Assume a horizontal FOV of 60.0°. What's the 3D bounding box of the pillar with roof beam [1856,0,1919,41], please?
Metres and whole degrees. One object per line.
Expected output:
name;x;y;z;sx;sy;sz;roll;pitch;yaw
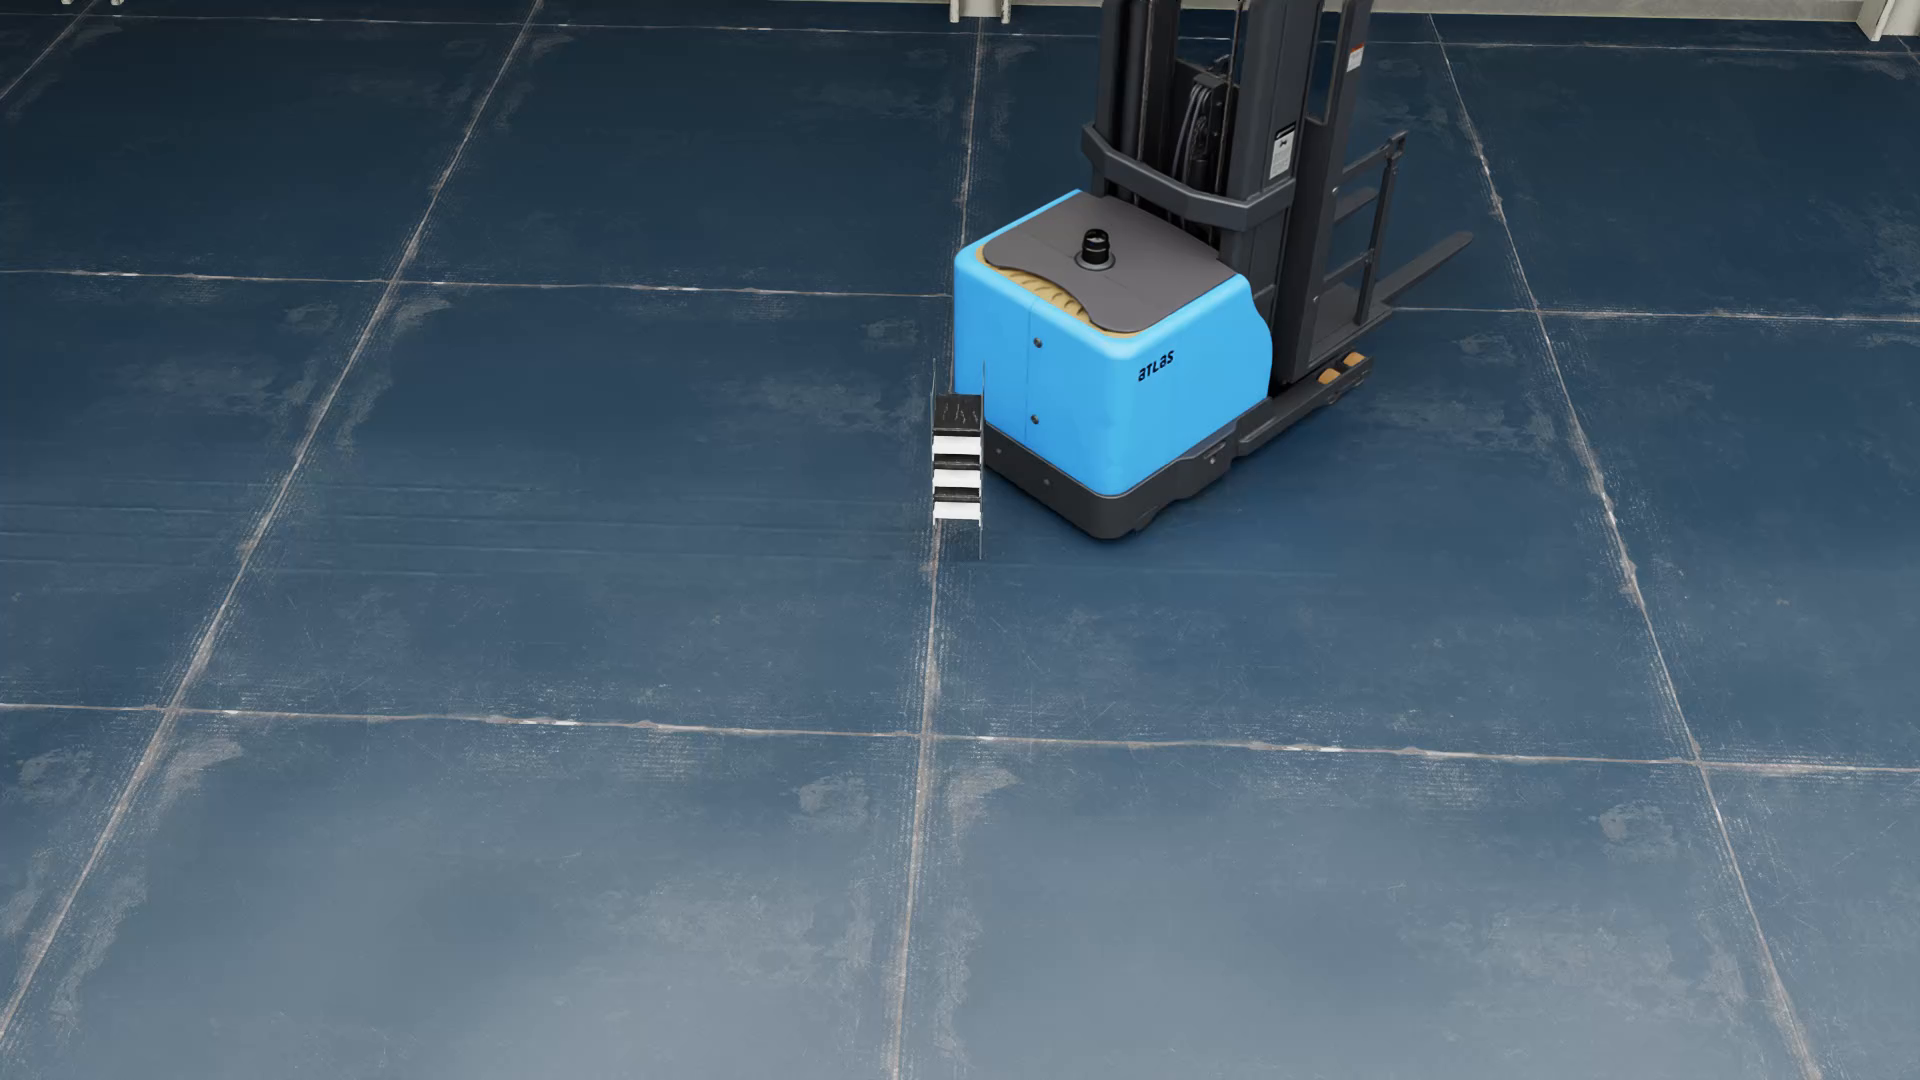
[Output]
pillar with roof beam;5.938;-3.710;4.716;0.400;9.000;9.100;2;43;2

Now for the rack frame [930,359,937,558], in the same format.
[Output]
rack frame;-0.110;-0.333;7.032;0.006;0.900;0.240;2;43;2

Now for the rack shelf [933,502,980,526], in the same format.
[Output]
rack shelf;-0.008;-0.173;7.174;0.200;0.077;0.258;2;43;2

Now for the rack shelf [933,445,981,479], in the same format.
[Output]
rack shelf;-0.008;-0.371;6.990;0.200;0.077;0.258;2;43;2

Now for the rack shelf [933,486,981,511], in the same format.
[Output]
rack shelf;-0.008;-0.239;7.113;0.200;0.077;0.258;2;43;2

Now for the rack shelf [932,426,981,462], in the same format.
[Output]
rack shelf;-0.008;-0.437;6.929;0.200;0.077;0.258;2;43;2

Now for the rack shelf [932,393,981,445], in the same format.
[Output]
rack shelf;-0.008;-0.503;6.868;0.200;0.077;0.258;2;43;2

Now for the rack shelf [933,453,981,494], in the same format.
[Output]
rack shelf;-0.008;-0.305;7.052;0.200;0.077;0.258;2;43;2

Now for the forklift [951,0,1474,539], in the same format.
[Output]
forklift;1.375;-1.963;7.293;3.031;2.935;1.130;-33;52;-30

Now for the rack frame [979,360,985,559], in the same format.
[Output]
rack frame;0.093;-0.326;7.026;0.006;0.900;0.240;2;43;2

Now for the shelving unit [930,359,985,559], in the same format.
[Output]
shelving unit;-0.008;-0.330;7.029;0.210;0.900;0.258;2;43;2
